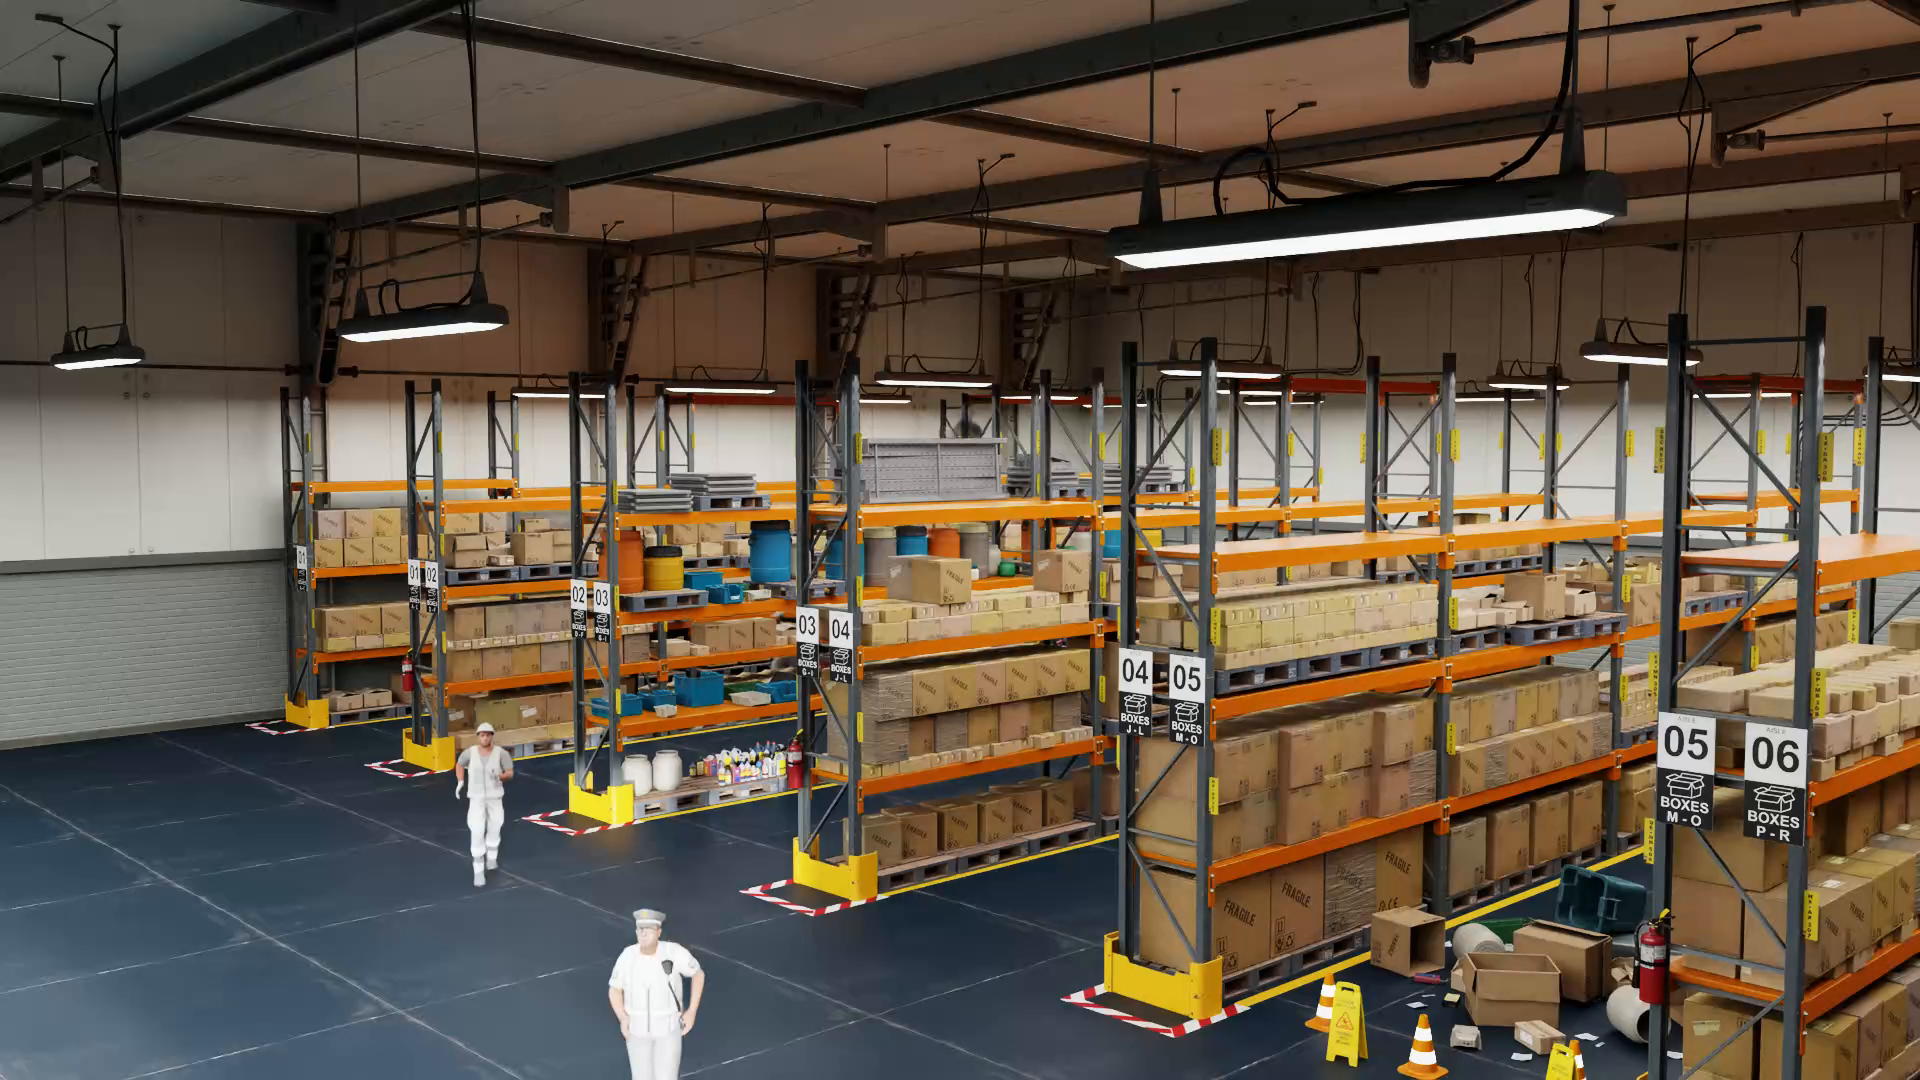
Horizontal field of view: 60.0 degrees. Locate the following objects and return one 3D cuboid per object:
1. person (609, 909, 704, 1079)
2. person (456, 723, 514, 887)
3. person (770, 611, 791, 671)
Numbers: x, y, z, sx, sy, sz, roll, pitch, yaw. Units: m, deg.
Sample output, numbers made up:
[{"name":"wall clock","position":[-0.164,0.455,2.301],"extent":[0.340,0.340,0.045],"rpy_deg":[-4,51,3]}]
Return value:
[{"name":"person","position":[-2.214,3.526,12.008],"extent":[0.674,1.745,0.551],"rpy_deg":[0,4,0]},{"name":"person","position":[-5.503,3.033,19.273],"extent":[0.649,1.847,0.801],"rpy_deg":[-1,4,-19]},{"name":"person","position":[-3.554,2.256,32.835],"extent":[0.711,1.723,0.613],"rpy_deg":[-3,5,-41]}]
